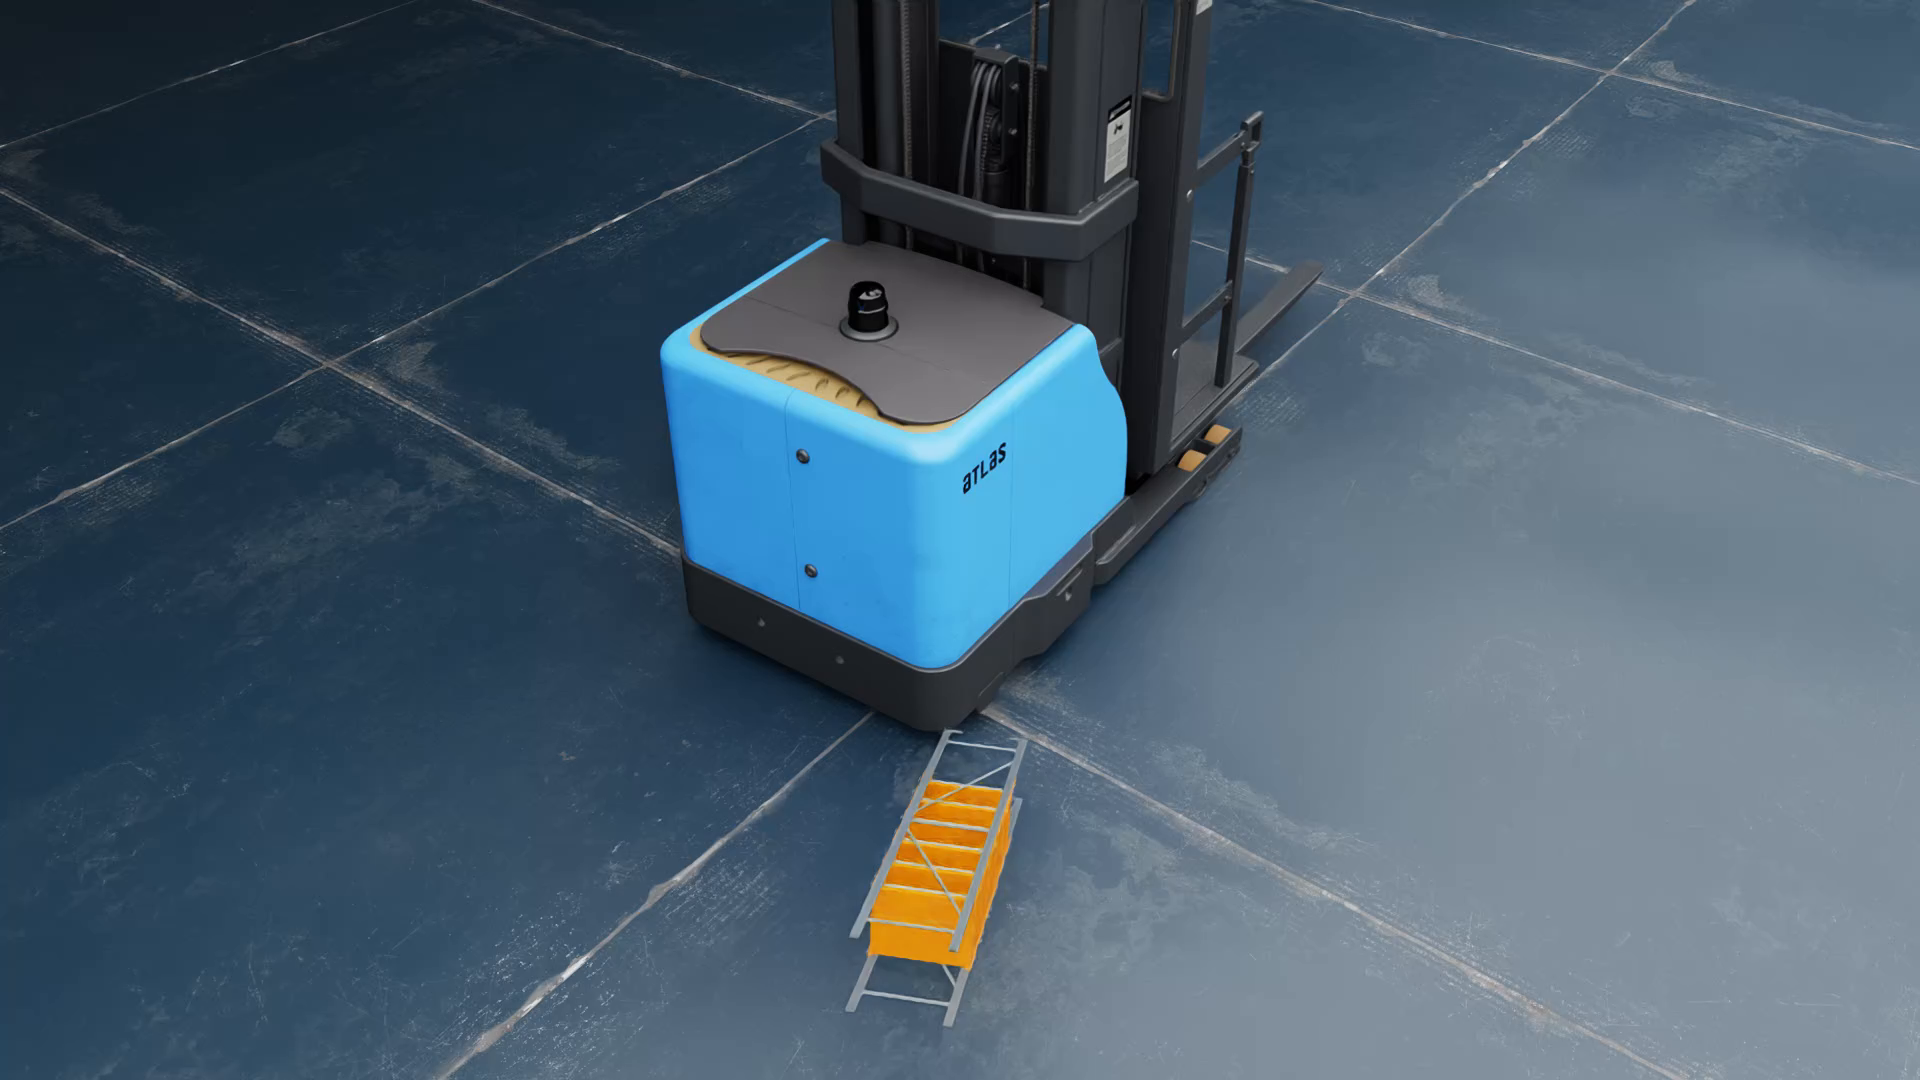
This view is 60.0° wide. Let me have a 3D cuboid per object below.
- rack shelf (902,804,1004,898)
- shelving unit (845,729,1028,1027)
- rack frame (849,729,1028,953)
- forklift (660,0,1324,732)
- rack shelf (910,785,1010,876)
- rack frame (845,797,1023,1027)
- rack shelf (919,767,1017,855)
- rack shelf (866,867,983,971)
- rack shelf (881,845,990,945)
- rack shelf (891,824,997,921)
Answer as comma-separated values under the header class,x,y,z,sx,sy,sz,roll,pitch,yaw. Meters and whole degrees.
class,x,y,z,sx,sy,sz,roll,pitch,yaw
rack shelf,-0.023,0.793,4.249,0.258,0.180,0.103,6,17,8
shelving unit,-0.030,0.805,4.207,0.258,0.189,1.200,6,17,8
rack frame,-0.024,0.718,4.181,0.240,0.006,1.200,6,17,8
forklift,0.369,-1.458,5.235,1.130,2.935,3.031,23,43,26
rack shelf,-0.003,0.761,4.363,0.258,0.180,0.103,6,17,8
rack frame,-0.037,0.893,4.233,0.240,0.006,1.200,6,17,8
rack shelf,0.017,0.729,4.477,0.258,0.180,0.103,6,17,8
rack shelf,-0.083,0.890,3.908,0.258,0.180,0.103,6,17,8
rack shelf,-0.063,0.857,4.022,0.258,0.180,0.103,6,17,8
rack shelf,-0.043,0.825,4.135,0.258,0.180,0.103,6,17,8
